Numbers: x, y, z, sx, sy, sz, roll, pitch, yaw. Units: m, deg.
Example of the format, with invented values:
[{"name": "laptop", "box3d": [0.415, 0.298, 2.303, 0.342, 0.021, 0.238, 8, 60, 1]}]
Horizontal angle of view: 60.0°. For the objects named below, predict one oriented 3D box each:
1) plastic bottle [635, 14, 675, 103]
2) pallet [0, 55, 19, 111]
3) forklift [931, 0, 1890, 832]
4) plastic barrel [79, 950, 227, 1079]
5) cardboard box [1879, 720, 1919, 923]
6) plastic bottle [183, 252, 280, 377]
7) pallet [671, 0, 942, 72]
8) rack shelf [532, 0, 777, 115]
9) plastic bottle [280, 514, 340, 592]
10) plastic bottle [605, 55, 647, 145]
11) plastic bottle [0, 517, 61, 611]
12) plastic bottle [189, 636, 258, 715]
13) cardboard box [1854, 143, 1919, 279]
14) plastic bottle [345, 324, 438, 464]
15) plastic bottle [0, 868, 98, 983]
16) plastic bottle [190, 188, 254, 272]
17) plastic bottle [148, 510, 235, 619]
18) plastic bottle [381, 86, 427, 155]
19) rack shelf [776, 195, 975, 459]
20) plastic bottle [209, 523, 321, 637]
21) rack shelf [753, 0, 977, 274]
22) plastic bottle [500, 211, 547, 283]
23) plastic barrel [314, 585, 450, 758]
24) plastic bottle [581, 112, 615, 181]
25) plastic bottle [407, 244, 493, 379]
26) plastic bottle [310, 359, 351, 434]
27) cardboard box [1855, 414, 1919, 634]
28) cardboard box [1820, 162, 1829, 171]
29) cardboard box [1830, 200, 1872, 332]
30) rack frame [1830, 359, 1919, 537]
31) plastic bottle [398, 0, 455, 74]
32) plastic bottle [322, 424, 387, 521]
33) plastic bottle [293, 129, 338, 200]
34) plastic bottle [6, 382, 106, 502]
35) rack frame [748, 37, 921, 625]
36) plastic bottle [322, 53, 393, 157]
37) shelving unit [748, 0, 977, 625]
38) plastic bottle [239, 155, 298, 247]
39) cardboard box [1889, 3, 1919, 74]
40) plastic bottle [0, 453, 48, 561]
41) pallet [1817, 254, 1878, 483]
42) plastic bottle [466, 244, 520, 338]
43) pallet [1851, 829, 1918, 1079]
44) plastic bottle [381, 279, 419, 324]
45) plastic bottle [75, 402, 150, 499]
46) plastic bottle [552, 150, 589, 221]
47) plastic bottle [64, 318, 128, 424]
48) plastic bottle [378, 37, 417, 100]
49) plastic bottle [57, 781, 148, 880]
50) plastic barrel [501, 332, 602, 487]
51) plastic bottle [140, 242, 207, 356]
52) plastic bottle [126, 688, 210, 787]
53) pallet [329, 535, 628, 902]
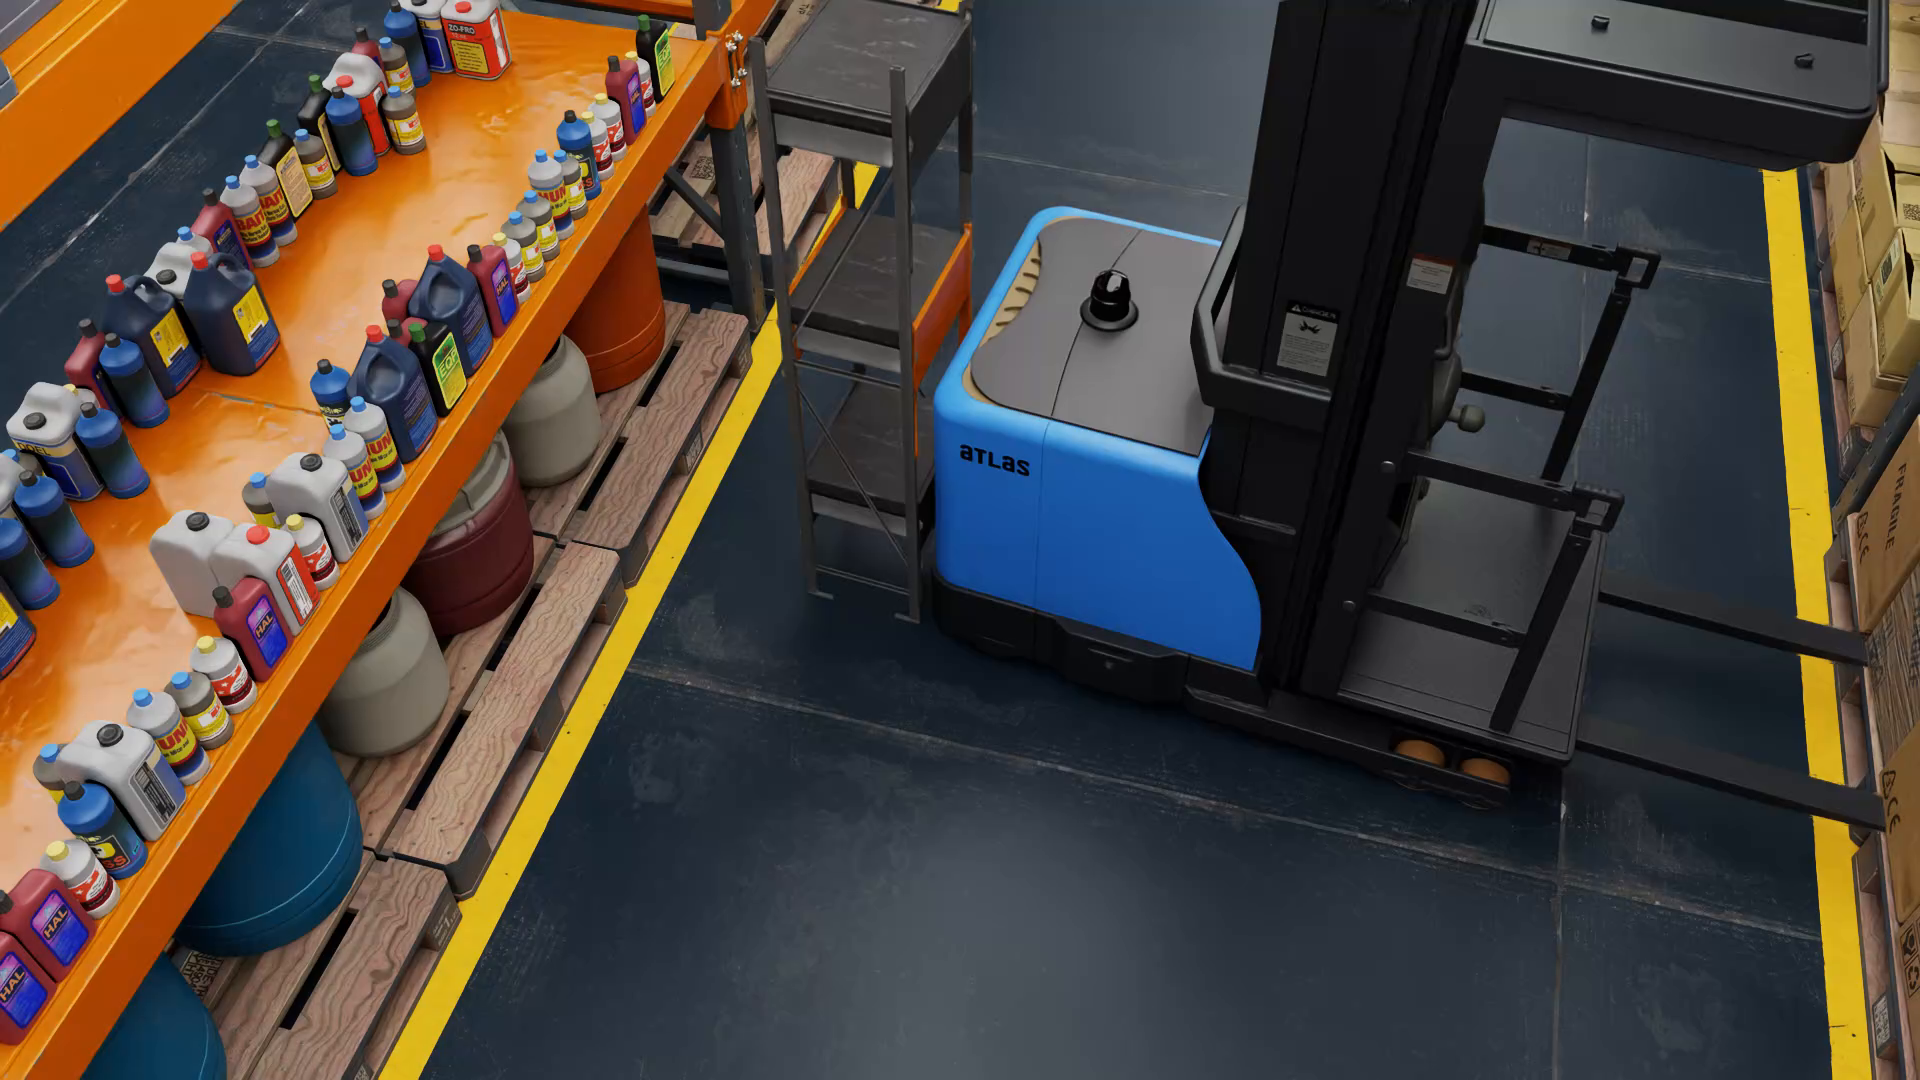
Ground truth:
[{"name": "plastic bottle", "box3d": [-0.950, -1.515, 5.164, 0.061, 0.283, 0.133, 12, 50, 10]}, {"name": "pallet", "box3d": [-2.196, -0.554, 2.363, 1.213, 0.211, 1.003, 12, 50, 10]}, {"name": "forklift", "box3d": [1.481, -0.609, 4.333, 3.031, 2.935, 1.130, 16, 50, 13]}, {"name": "plastic barrel", "box3d": [-2.148, 1.128, 3.873, 0.600, 0.901, 0.708, 12, 50, 10]}, {"name": "cardboard box", "box3d": [2.858, 0.746, 4.465, 0.500, 0.500, 0.500, 11, 49, 10]}, {"name": "plastic bottle", "box3d": [-1.910, -0.615, 4.325, 0.144, 0.351, 0.185, 12, 50, 10]}, {"name": "pallet", "box3d": [-0.691, -2.440, 7.763, 1.003, 0.211, 1.213, 12, 50, 10]}, {"name": "rack shelf", "box3d": [-0.729, -3.139, 7.000, 1.077, 0.370, 4.000, 12, 50, 10]}, {"name": "plastic bottle", "box3d": [-1.518, 0.021, 3.864, 0.097, 0.201, 0.097, 0, 49, 0]}, {"name": "plastic bottle", "box3d": [-1.011, -1.348, 5.017, 0.061, 0.283, 0.133, 12, 50, 10]}, {"name": "plastic bottle", "box3d": [-2.162, 0.038, 3.801, 0.097, 0.271, 0.097, 0, 49, 0]}, {"name": "plastic bottle", "box3d": [-1.614, 0.285, 3.630, 0.097, 0.201, 0.097, 0, 49, 0]}, {"name": "cardboard box", "box3d": [3.553, -1.170, 5.962, 0.500, 0.311, 0.500, 11, 49, 9]}, {"name": "plastic bottle", "box3d": [-1.417, -0.374, 4.112, 0.144, 0.351, 0.185, 12, 50, 10]}, {"name": "plastic bottle", "box3d": [-1.765, 0.724, 3.188, 0.061, 0.283, 0.133, 12, 50, 10]}, {"name": "plastic bottle", "box3d": [-2.029, -0.816, 4.547, 0.061, 0.283, 0.133, 12, 50, 10]}, {"name": "plastic bottle", "box3d": [-1.722, 0.044, 3.793, 0.152, 0.276, 0.135, 12, 50, 10]}, {"name": "plastic bottle", "box3d": [-1.677, -1.270, 5.003, 0.097, 0.201, 0.097, 0, 49, 0]}, {"name": "rack shelf", "box3d": [-0.239, -0.632, 4.925, 0.431, 0.518, 0.480, 15, 50, 13]}, {"name": "plastic bottle", "box3d": [-1.575, 0.074, 3.766, 0.152, 0.276, 0.135, 12, 50, 10]}, {"name": "rack shelf", "box3d": [-0.239, -1.095, 4.401, 0.431, 0.518, 0.480, 15, 50, 13]}, {"name": "plastic bottle", "box3d": [-1.213, -0.819, 4.605, 0.097, 0.201, 0.097, 0, 49, 0]}, {"name": "plastic barrel", "box3d": [-1.727, 0.354, 4.816, 0.421, 0.512, 0.421, 0, 49, 0]}, {"name": "plastic bottle", "box3d": [-1.084, -1.171, 4.915, 0.097, 0.201, 0.097, 0, 49, 0]}, {"name": "plastic bottle", "box3d": [-1.333, -0.604, 4.315, 0.144, 0.351, 0.185, 12, 50, 10]}, {"name": "plastic bottle", "box3d": [-1.545, -0.340, 4.135, 0.097, 0.271, 0.097, 0, 49, 0]}, {"name": "cardboard box", "box3d": [3.127, 0.004, 5.120, 0.500, 0.500, 0.500, 13, 50, 12]}, {"name": "cardboard box", "box3d": [3.826, -1.718, 6.819, 0.500, 0.250, 0.500, 12, 50, 11]}, {"name": "cardboard box", "box3d": [3.558, -0.982, 6.170, 0.500, 0.250, 0.500, 11, 49, 10]}, {"name": "rack frame", "box3d": [3.523, -0.950, 4.588, 1.000, 3.000, 0.127, 12, 50, 10]}, {"name": "plastic bottle", "box3d": [-1.681, -1.640, 5.280, 0.152, 0.276, 0.135, 12, 50, 10]}, {"name": "plastic bottle", "box3d": [-1.457, -0.170, 3.986, 0.097, 0.271, 0.097, 0, 49, 0]}, {"name": "plastic bottle", "box3d": [-1.895, -1.106, 4.858, 0.097, 0.201, 0.097, 0, 49, 0]}, {"name": "plastic bottle", "box3d": [-2.191, -0.239, 4.043, 0.152, 0.276, 0.135, 12, 50, 10]}, {"name": "rack frame", "box3d": [-0.321, -0.469, 4.763, 0.400, 2.100, 0.015, 15, 50, 13]}, {"name": "plastic bottle", "box3d": [-1.803, -1.306, 4.984, 0.152, 0.276, 0.135, 12, 50, 10]}, {"name": "shelving unit", "box3d": [-0.239, -0.641, 4.915, 0.431, 2.100, 0.503, 15, 50, 13]}, {"name": "plastic bottle", "box3d": [-1.955, -0.962, 4.684, 0.097, 0.271, 0.097, 0, 49, 0]}, {"name": "cardboard box", "box3d": [3.823, -1.896, 6.603, 0.500, 0.311, 0.500, 13, 50, 11]}, {"name": "plastic bottle", "box3d": [-2.252, -0.072, 3.895, 0.152, 0.276, 0.135, 12, 50, 10]}, {"name": "pallet", "box3d": [3.777, -0.615, 6.152, 1.003, 0.211, 1.213, 12, 50, 10]}, {"name": "plastic bottle", "box3d": [-1.251, -0.689, 4.435, 0.061, 0.283, 0.133, 12, 50, 10]}, {"name": "pallet", "box3d": [2.966, 1.385, 4.387, 1.003, 0.211, 1.213, 12, 50, 10]}, {"name": "plastic bottle", "box3d": [-1.439, -0.583, 4.342, 0.061, 0.283, 0.133, 12, 50, 10]}, {"name": "plastic bottle", "box3d": [-2.066, -0.227, 4.035, 0.097, 0.271, 0.097, 0, 49, 0]}, {"name": "plastic bottle", "box3d": [-1.136, -1.030, 4.791, 0.097, 0.201, 0.097, 0, 49, 0]}, {"name": "plastic bottle", "box3d": [-2.174, -0.418, 4.196, 0.061, 0.283, 0.133, 12, 50, 10]}, {"name": "plastic bottle", "box3d": [-1.763, -1.467, 5.176, 0.097, 0.201, 0.097, 0, 49, 0]}, {"name": "plastic bottle", "box3d": [-1.726, 0.570, 3.332, 0.097, 0.271, 0.097, 0, 49, 0]}, {"name": "plastic barrel", "box3d": [-1.430, -0.463, 5.537, 0.421, 0.512, 0.421, 0, 49, 0]}, {"name": "plastic bottle", "box3d": [-2.046, -0.637, 4.395, 0.152, 0.276, 0.135, 12, 50, 10]}, {"name": "plastic bottle", "box3d": [-1.665, 0.402, 3.480, 0.097, 0.271, 0.097, 0, 49, 0]}, {"name": "pallet", "box3d": [-1.746, 0.450, 5.212, 1.003, 0.211, 1.213, 12, 50, 10]}]
